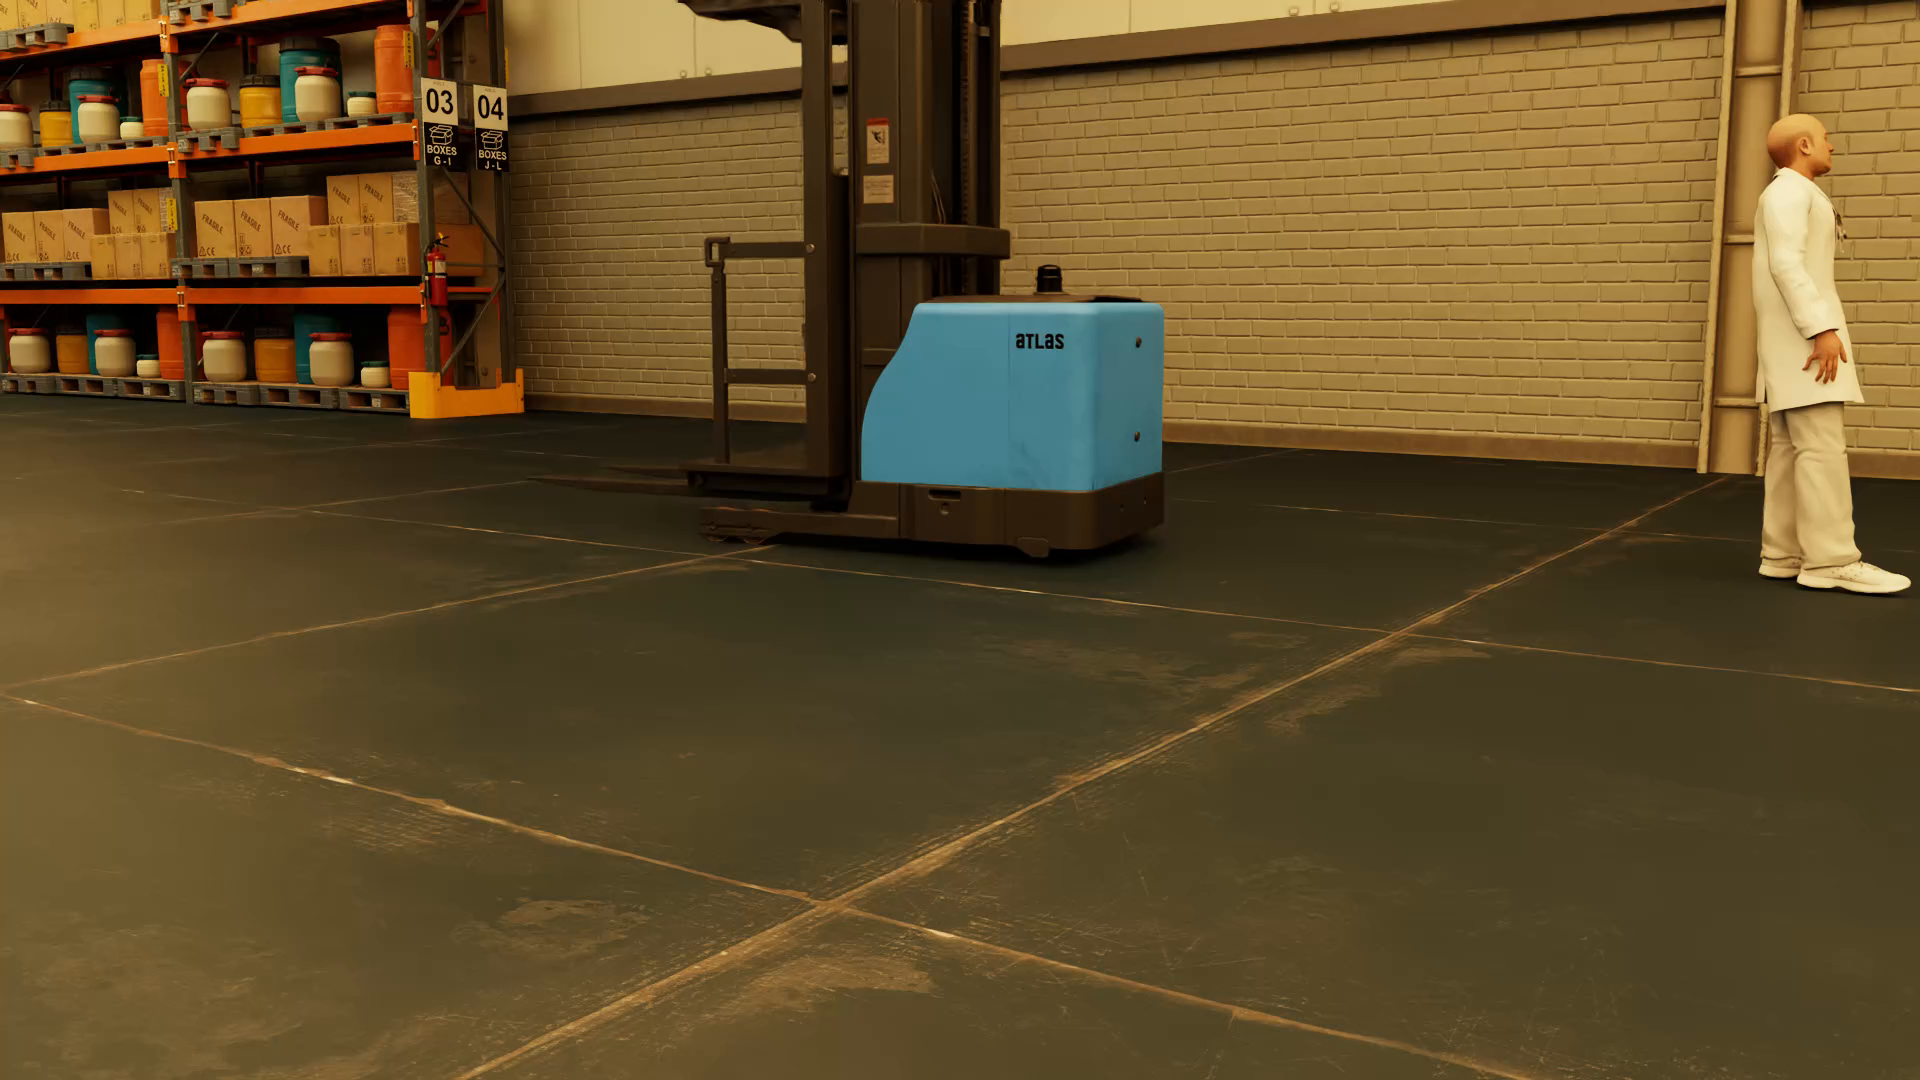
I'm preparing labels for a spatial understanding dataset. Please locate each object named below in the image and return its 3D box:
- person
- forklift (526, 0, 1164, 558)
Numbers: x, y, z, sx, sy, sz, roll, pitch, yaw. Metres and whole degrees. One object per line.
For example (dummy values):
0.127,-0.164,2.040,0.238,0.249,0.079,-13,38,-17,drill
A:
3.322,-0.727,6.355,0.581,1.776,0.694,3,9,20,person
-0.624,-1.490,7.671,3.031,2.935,1.130,4,9,25,forklift
